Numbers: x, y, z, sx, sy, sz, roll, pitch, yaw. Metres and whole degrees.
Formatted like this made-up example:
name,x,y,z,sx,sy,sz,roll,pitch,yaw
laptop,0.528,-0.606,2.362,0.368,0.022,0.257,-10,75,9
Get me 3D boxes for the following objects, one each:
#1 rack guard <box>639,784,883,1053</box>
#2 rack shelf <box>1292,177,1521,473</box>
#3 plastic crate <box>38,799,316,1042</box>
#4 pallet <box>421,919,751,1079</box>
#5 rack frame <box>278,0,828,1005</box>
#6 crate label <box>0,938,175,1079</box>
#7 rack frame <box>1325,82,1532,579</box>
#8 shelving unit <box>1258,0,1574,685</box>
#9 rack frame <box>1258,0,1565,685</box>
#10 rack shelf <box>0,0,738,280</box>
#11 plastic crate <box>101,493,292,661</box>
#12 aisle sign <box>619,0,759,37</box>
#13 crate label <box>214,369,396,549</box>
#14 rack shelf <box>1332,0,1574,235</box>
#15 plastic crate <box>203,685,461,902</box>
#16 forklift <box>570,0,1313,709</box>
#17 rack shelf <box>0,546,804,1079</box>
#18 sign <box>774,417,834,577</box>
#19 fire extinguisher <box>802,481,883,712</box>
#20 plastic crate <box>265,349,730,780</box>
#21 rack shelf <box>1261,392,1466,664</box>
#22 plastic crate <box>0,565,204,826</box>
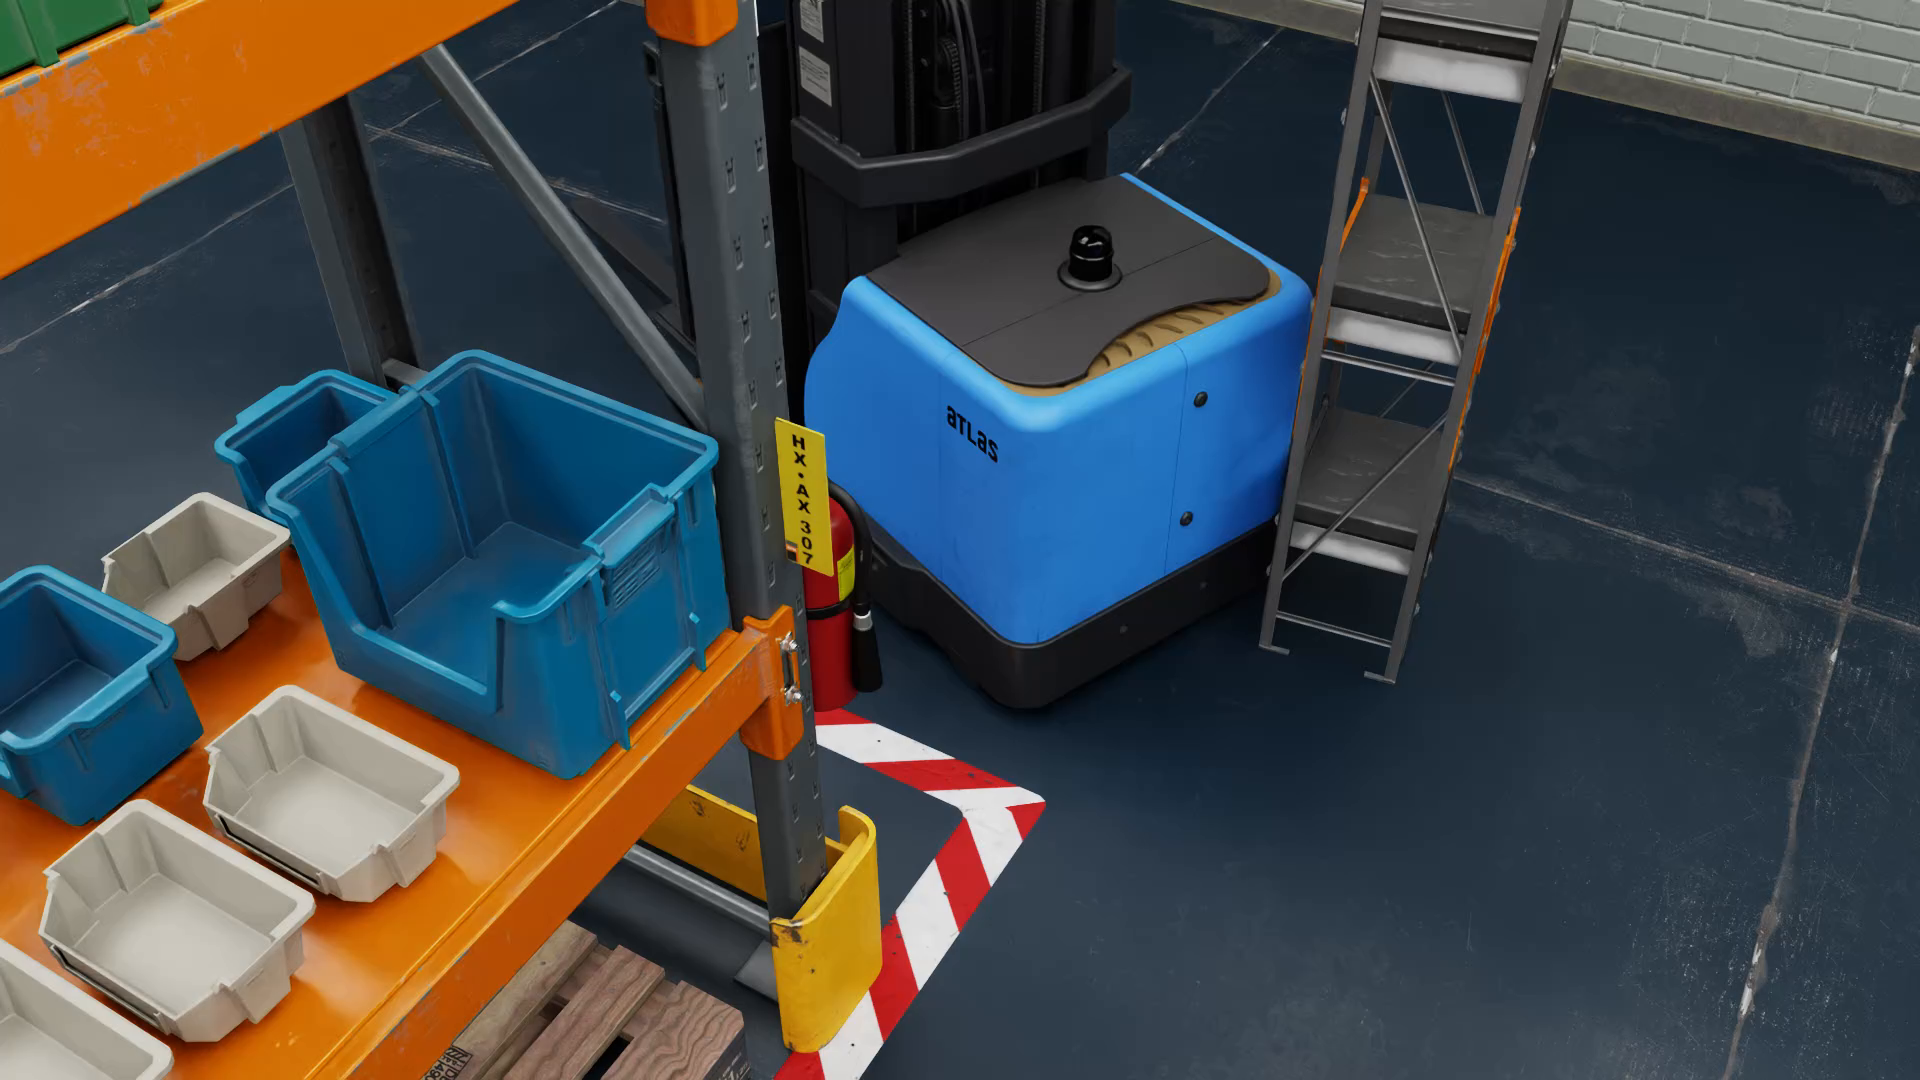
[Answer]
name,x,y,z,sx,sy,sz,roll,pitch,yaw
rack guard,-0.757,0.737,4.035,1.175,0.500,0.348,21,45,22
rack shelf,1.157,-0.564,4.322,0.431,0.518,0.480,15,44,17
plastic crate,-1.167,0.581,2.475,0.396,0.136,0.243,21,45,22
pallet,-1.204,1.323,3.588,1.003,0.211,1.213,21,45,22
rack frame,-0.758,-0.183,3.188,1.000,3.000,0.127,21,45,22
crate label,-1.285,0.748,2.285,0.396,0.136,0.243,21,45,22
rack frame,1.250,-0.723,4.482,0.400,2.100,0.015,15,44,17
shelving unit,1.157,-0.574,4.313,0.431,2.100,0.503,15,44,17
rack frame,1.065,-0.425,4.144,0.400,2.100,0.015,15,44,17
rack shelf,-1.759,0.106,1.135,1.077,0.370,4.000,21,45,22
plastic crate,-1.399,0.082,3.041,0.250,0.136,0.298,21,45,22
aisle sign,-0.469,-1.103,2.266,0.394,0.787,0.004,21,45,22
crate label,-1.167,-0.110,3.187,0.416,0.233,0.303,21,45,22
rack shelf,1.157,-1.089,3.859,0.431,0.518,0.480,15,44,17
plastic crate,-1.009,0.420,2.658,0.396,0.136,0.243,21,45,22
forklift,-0.326,-1.558,4.802,1.130,2.935,3.031,-26,48,-27
rack shelf,-1.759,1.231,2.126,1.077,0.370,4.000,21,45,22
sign,-0.274,-0.072,2.938,0.100,0.325,0.005,21,45,22
fire extinguisher,-0.289,0.050,3.264,0.296,0.674,0.183,21,45,22
plastic crate,-0.764,0.035,2.869,0.616,0.435,0.499,21,45,22
rack shelf,1.157,-0.038,4.785,0.431,0.518,0.480,15,44,17
plastic crate,-1.496,0.266,2.759,0.416,0.233,0.300,21,45,22
